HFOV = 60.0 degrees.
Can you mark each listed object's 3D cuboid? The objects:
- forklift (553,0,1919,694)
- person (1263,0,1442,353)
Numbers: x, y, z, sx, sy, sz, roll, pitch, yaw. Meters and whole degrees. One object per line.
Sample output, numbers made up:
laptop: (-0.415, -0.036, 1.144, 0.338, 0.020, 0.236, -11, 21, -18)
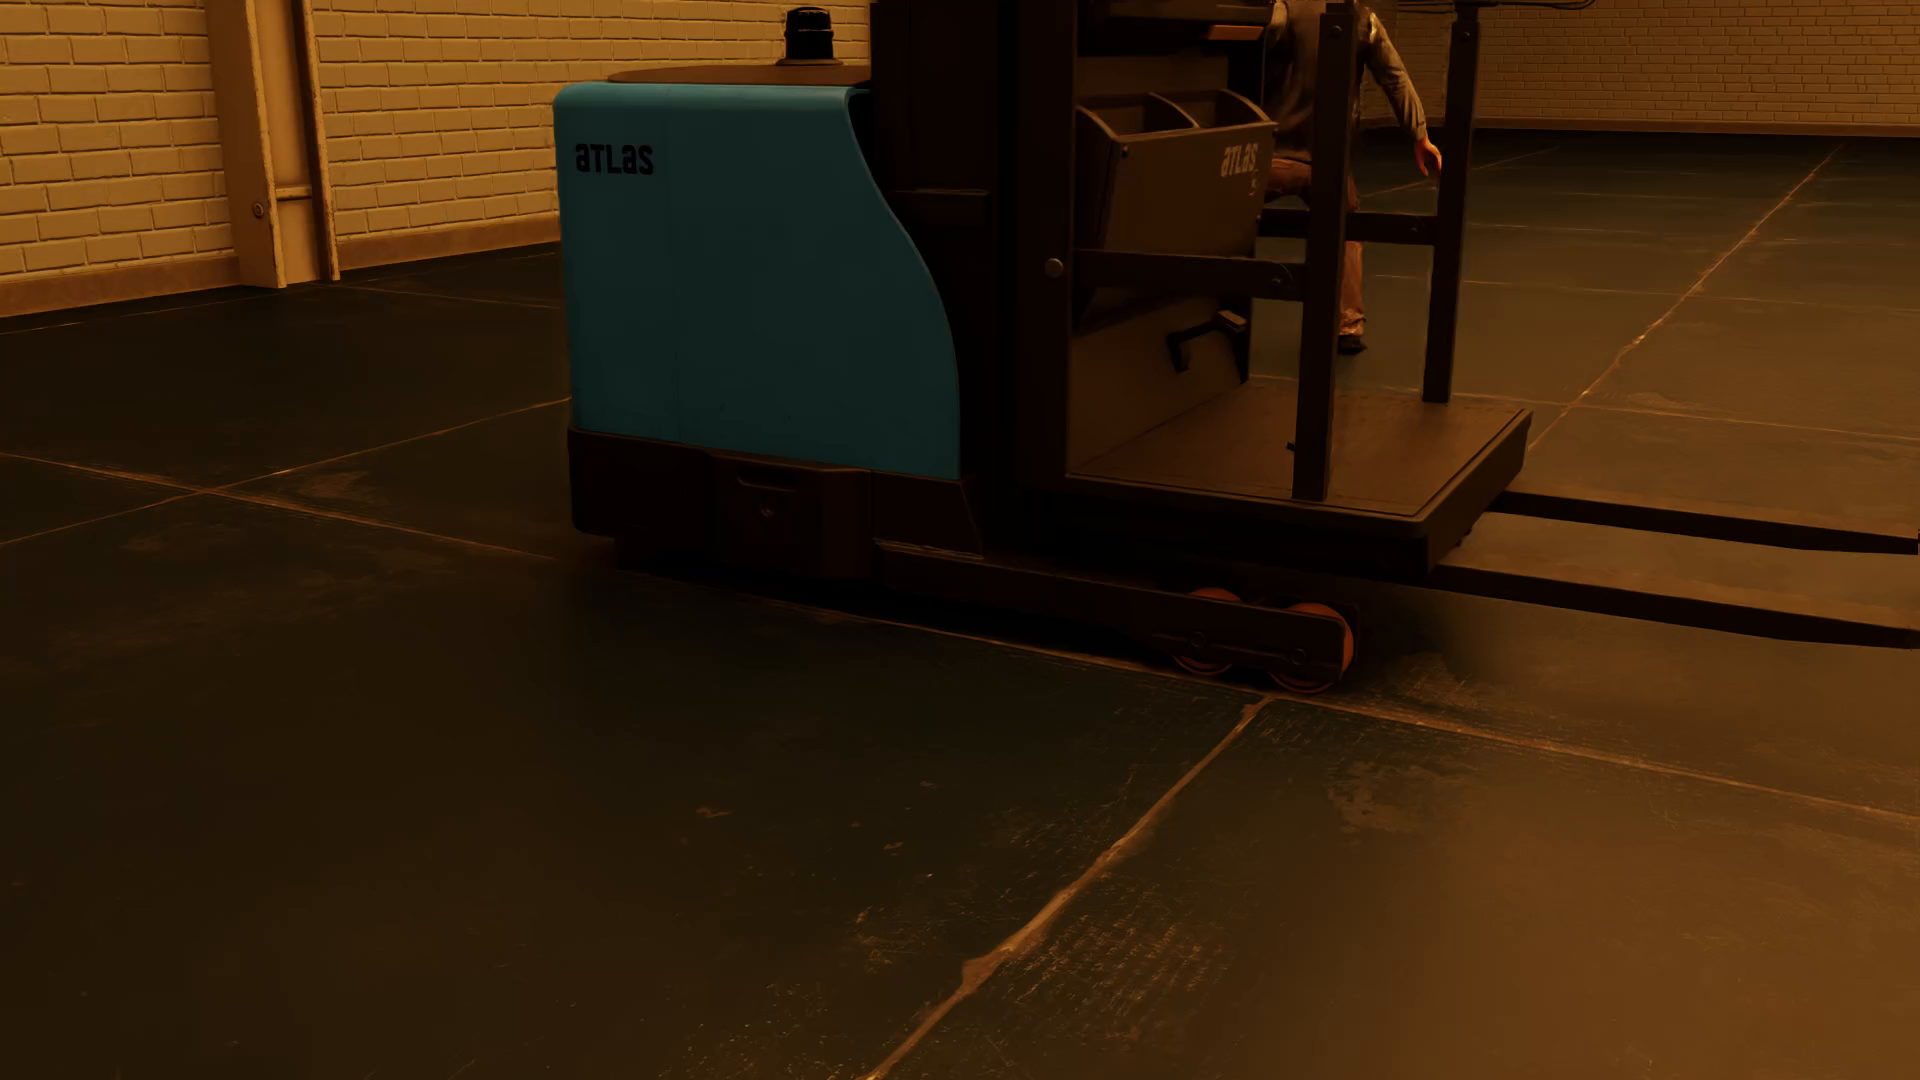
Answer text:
forklift: (0.635, -1.293, 3.242, 3.031, 2.935, 1.130, 9, 18, 27)
person: (1.304, -1.460, 6.311, 1.099, 1.606, 0.502, -2, 16, -5)
